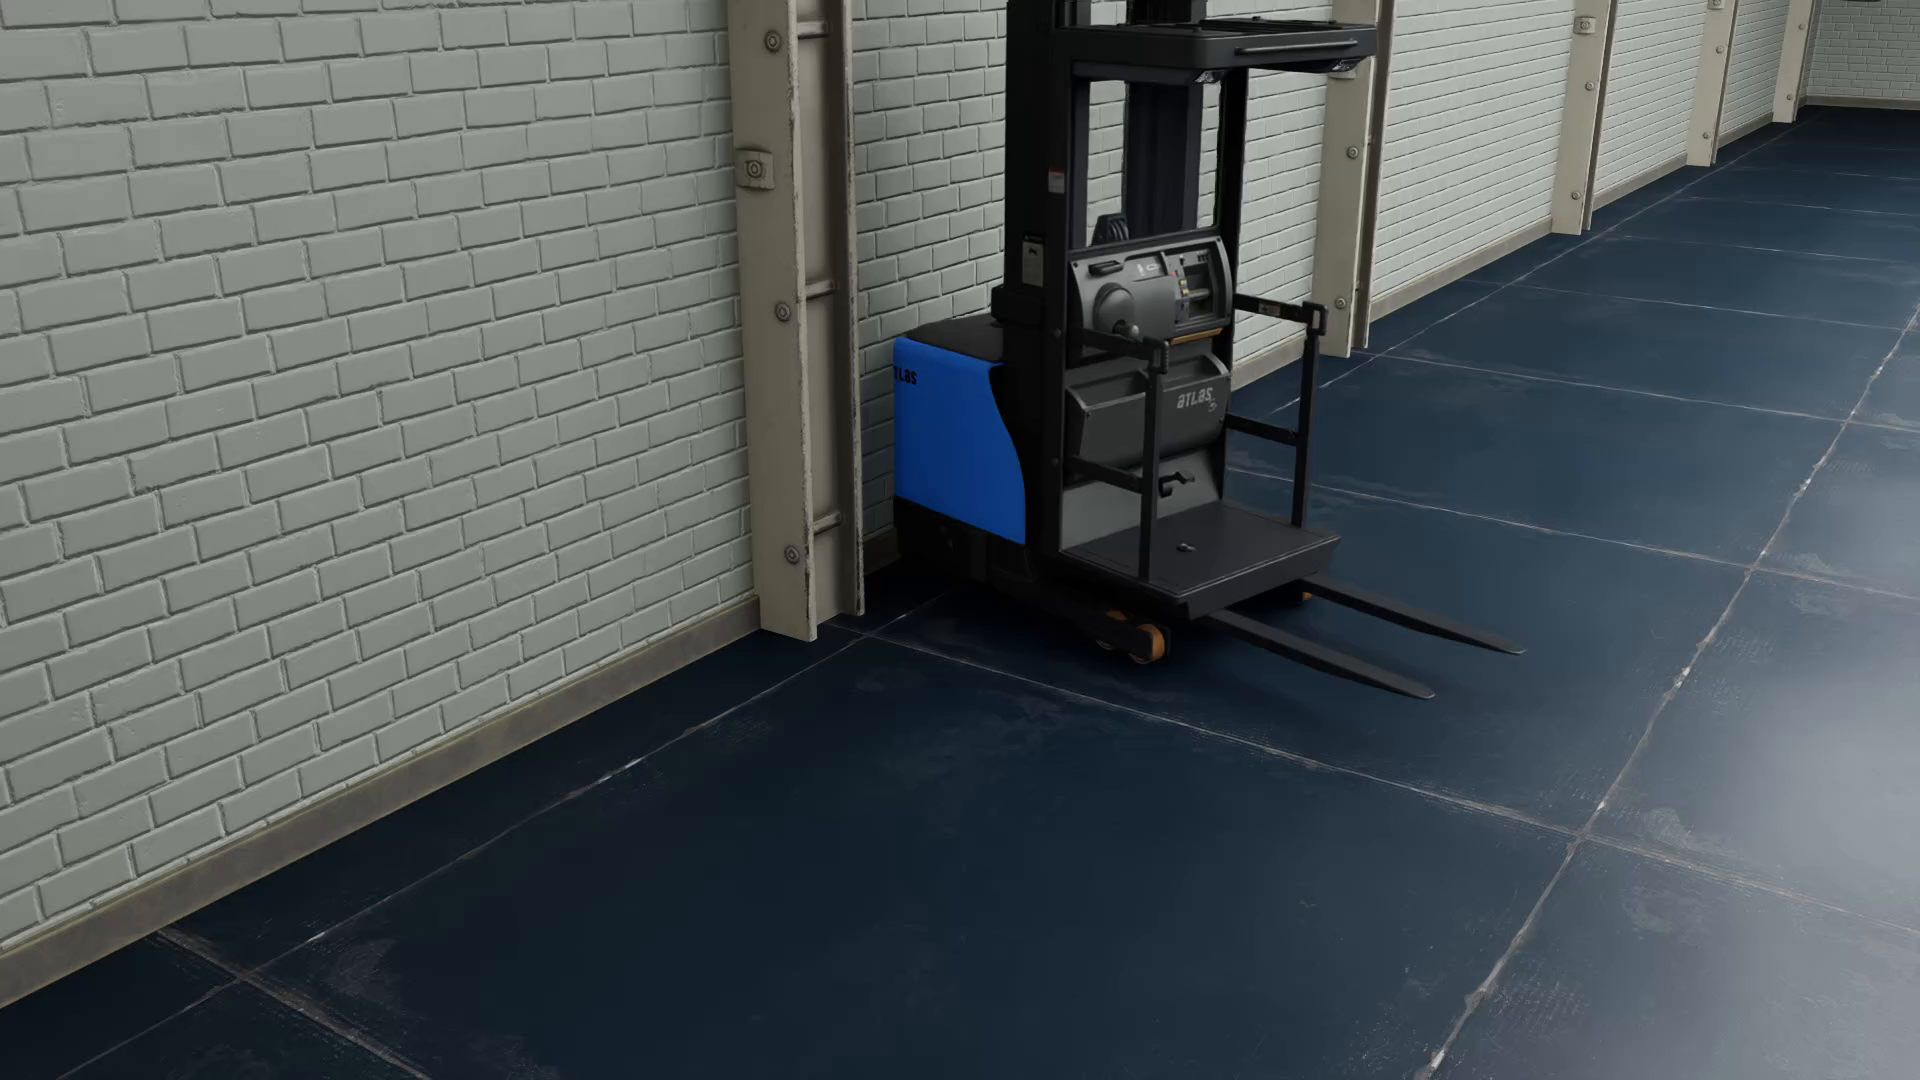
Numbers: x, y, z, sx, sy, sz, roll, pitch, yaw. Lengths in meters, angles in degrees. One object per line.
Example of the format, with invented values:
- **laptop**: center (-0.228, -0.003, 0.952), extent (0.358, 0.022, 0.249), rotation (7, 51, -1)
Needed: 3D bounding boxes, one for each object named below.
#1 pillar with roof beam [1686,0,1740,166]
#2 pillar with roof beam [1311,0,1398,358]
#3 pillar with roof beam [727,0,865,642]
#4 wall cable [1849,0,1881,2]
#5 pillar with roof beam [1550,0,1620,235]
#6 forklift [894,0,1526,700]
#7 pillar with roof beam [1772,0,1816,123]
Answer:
- **pillar with roof beam**: center (13.022, -8.197, 17.454), extent (9.100, 9.000, 0.400), rotation (13, 24, 32)
- **pillar with roof beam**: center (6.276, -4.754, 8.146), extent (9.100, 9.000, 0.400), rotation (13, 24, 32)
- **pillar with roof beam**: center (2.903, -3.033, 3.492), extent (9.100, 9.000, 0.400), rotation (13, 24, 32)
- **wall cable**: center (15.584, -9.889, 26.505), extent (3.097, 2.526, 0.112), rotation (13, 24, 32)
- **pillar with roof beam**: center (9.649, -6.476, 12.800), extent (9.100, 9.000, 0.400), rotation (13, 24, 32)
- **forklift**: center (0.959, -1.058, 6.901), extent (1.130, 2.935, 3.031), rotation (-17, 26, -38)
- **pillar with roof beam**: center (16.395, -9.919, 22.108), extent (9.100, 9.000, 0.400), rotation (13, 24, 32)
